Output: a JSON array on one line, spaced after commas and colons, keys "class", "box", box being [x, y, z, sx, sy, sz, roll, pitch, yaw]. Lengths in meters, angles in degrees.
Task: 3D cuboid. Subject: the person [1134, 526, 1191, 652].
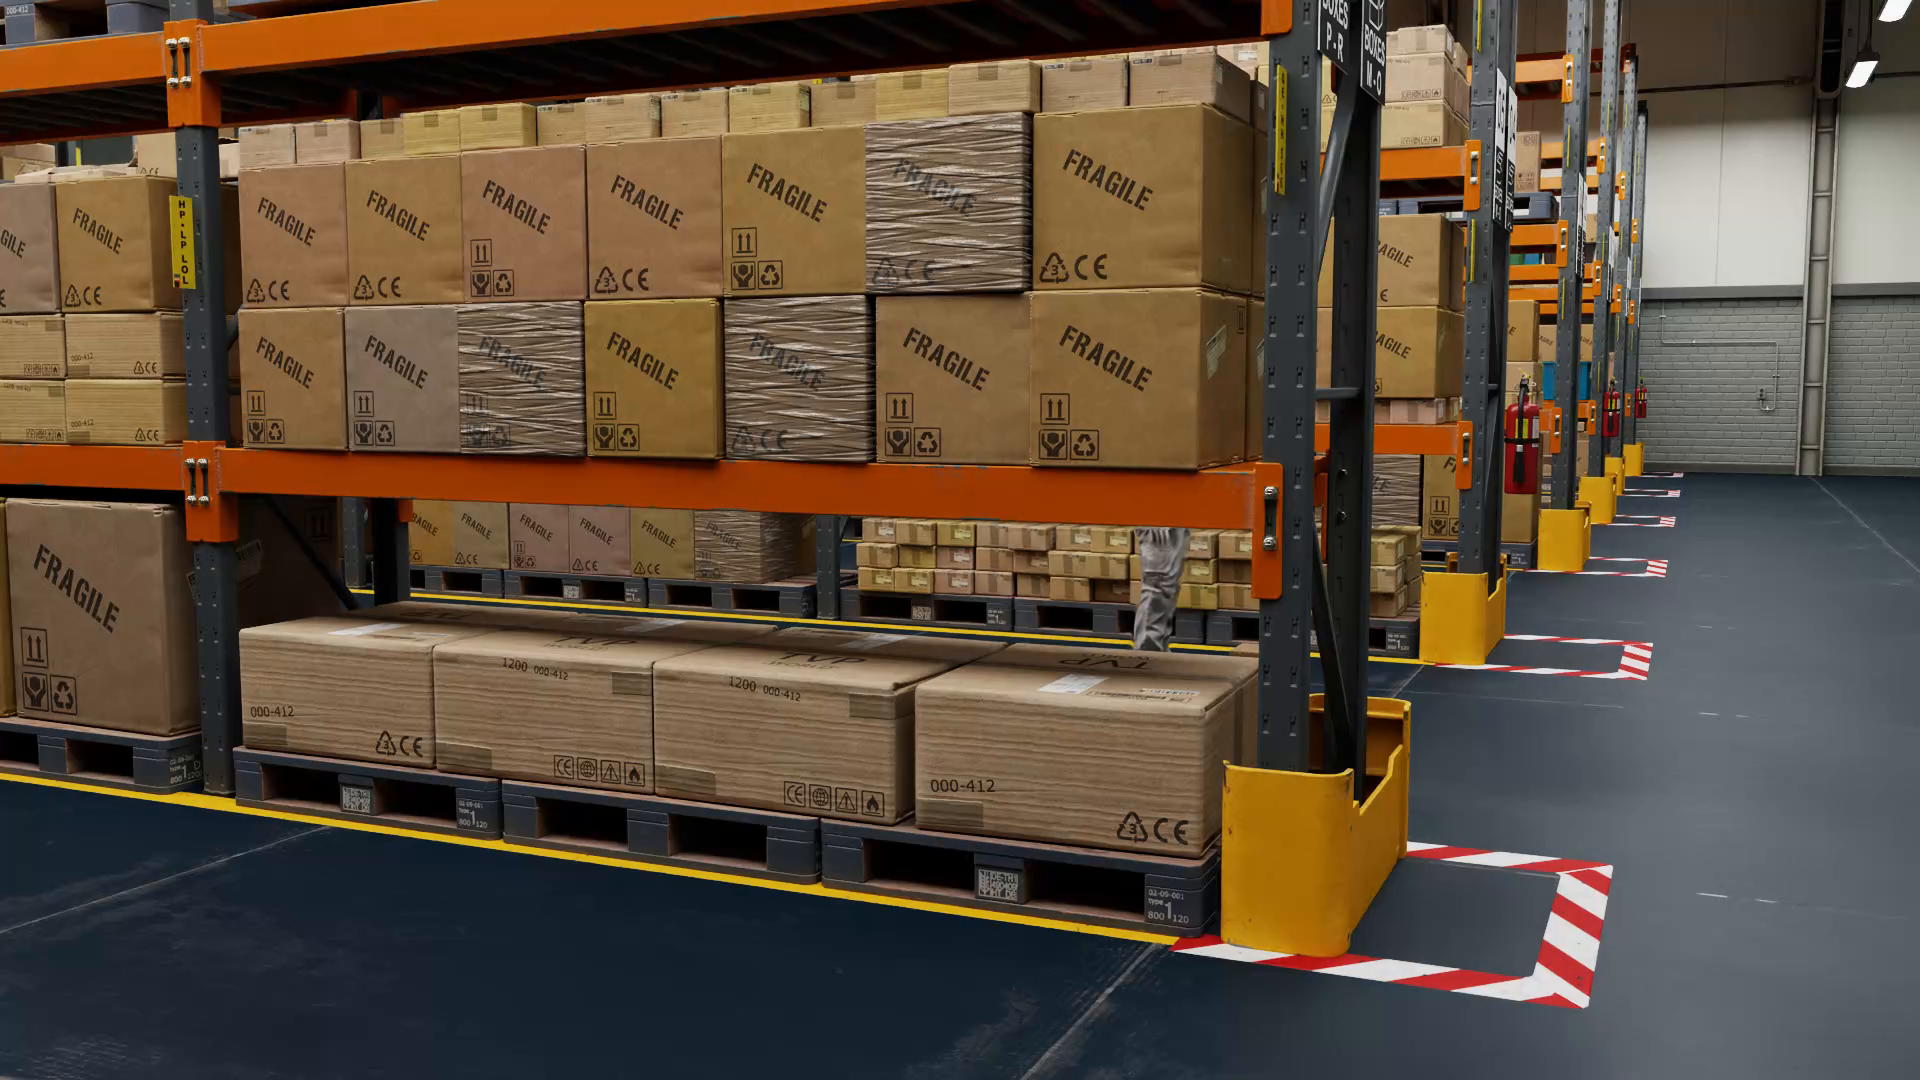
[{"class": "person", "box": [1.024, -0.132, 8.214, 0.388, 1.799, 0.614, 2, 6, 18]}]
